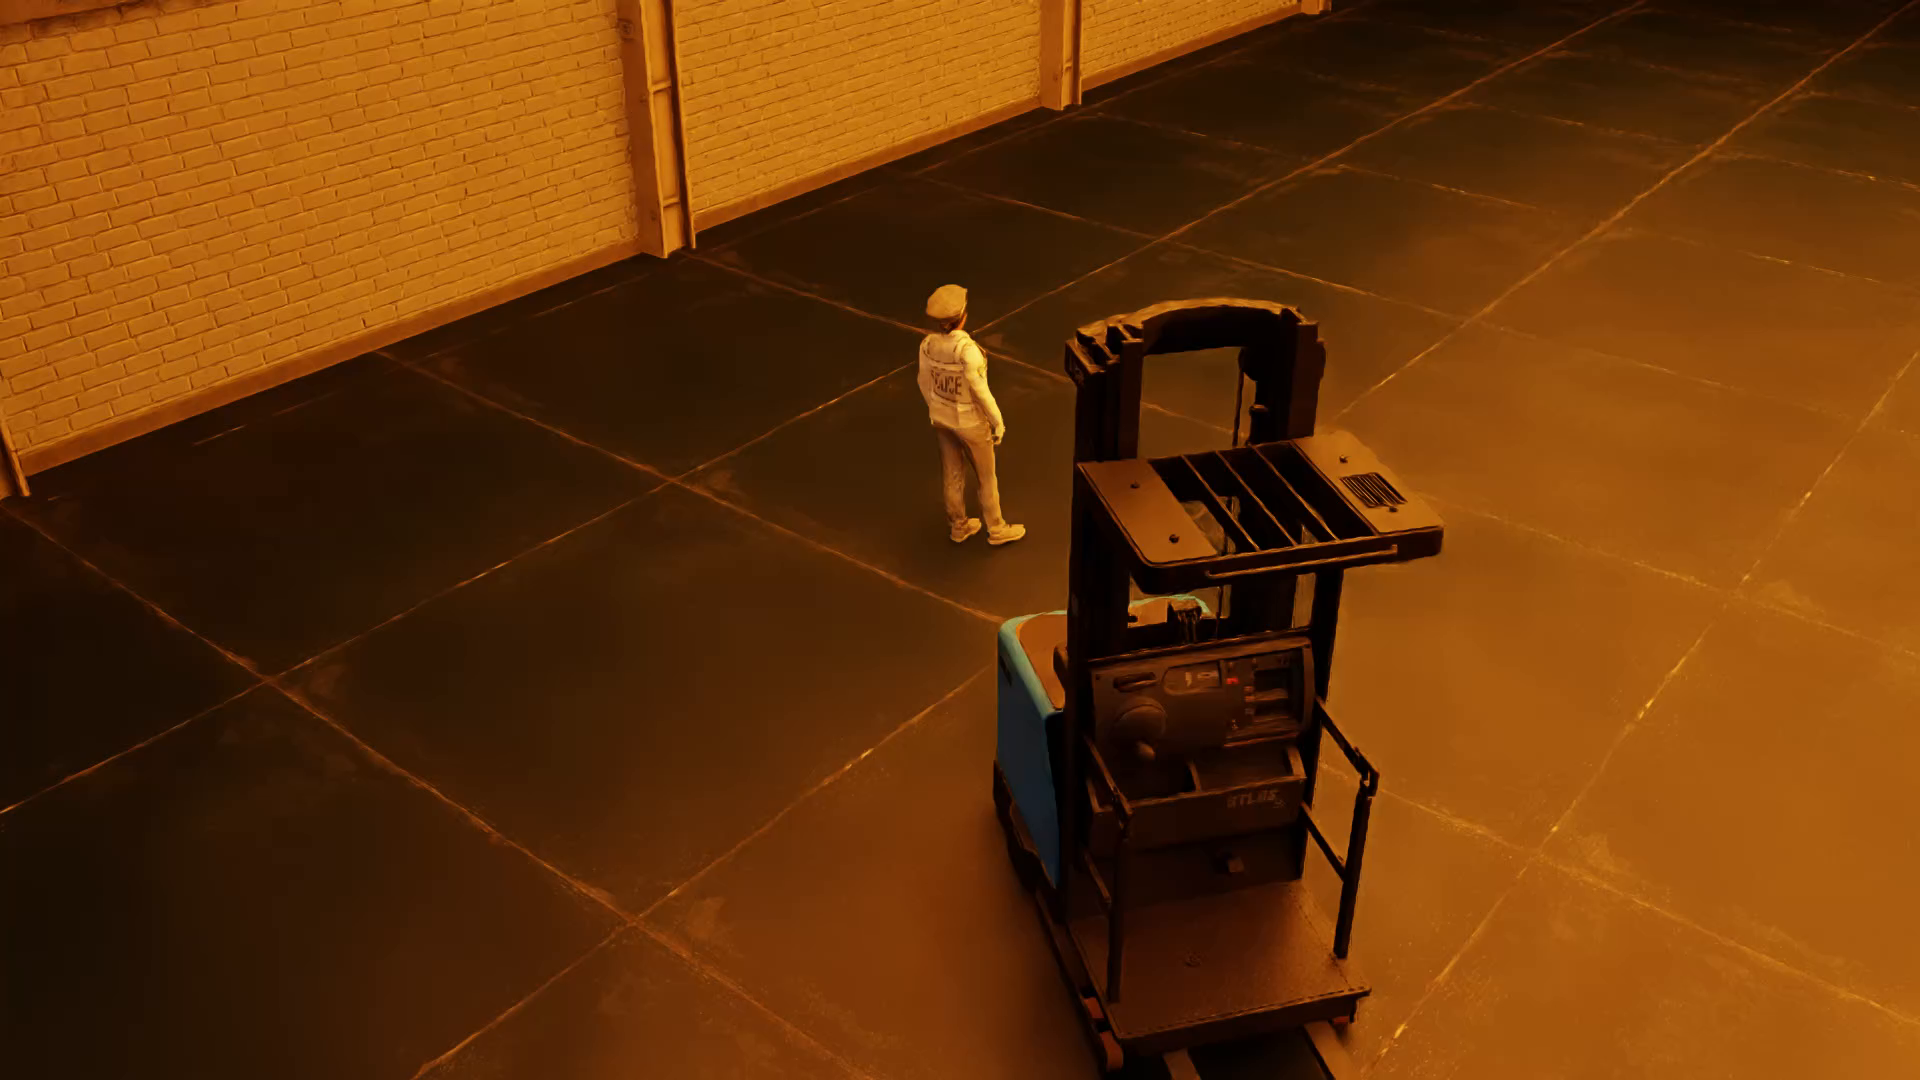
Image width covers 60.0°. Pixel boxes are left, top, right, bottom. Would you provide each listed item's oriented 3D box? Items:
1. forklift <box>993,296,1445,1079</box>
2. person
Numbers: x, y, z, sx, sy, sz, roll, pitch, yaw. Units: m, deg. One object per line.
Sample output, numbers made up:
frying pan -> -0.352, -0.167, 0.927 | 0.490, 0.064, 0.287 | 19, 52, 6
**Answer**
forklift -> 1.022, 0.686, 6.421 | 1.130, 2.935, 3.031 | -7, 31, -12
person -> 0.048, -0.761, 10.111 | 0.586, 1.692, 0.532 | 22, 37, 33
